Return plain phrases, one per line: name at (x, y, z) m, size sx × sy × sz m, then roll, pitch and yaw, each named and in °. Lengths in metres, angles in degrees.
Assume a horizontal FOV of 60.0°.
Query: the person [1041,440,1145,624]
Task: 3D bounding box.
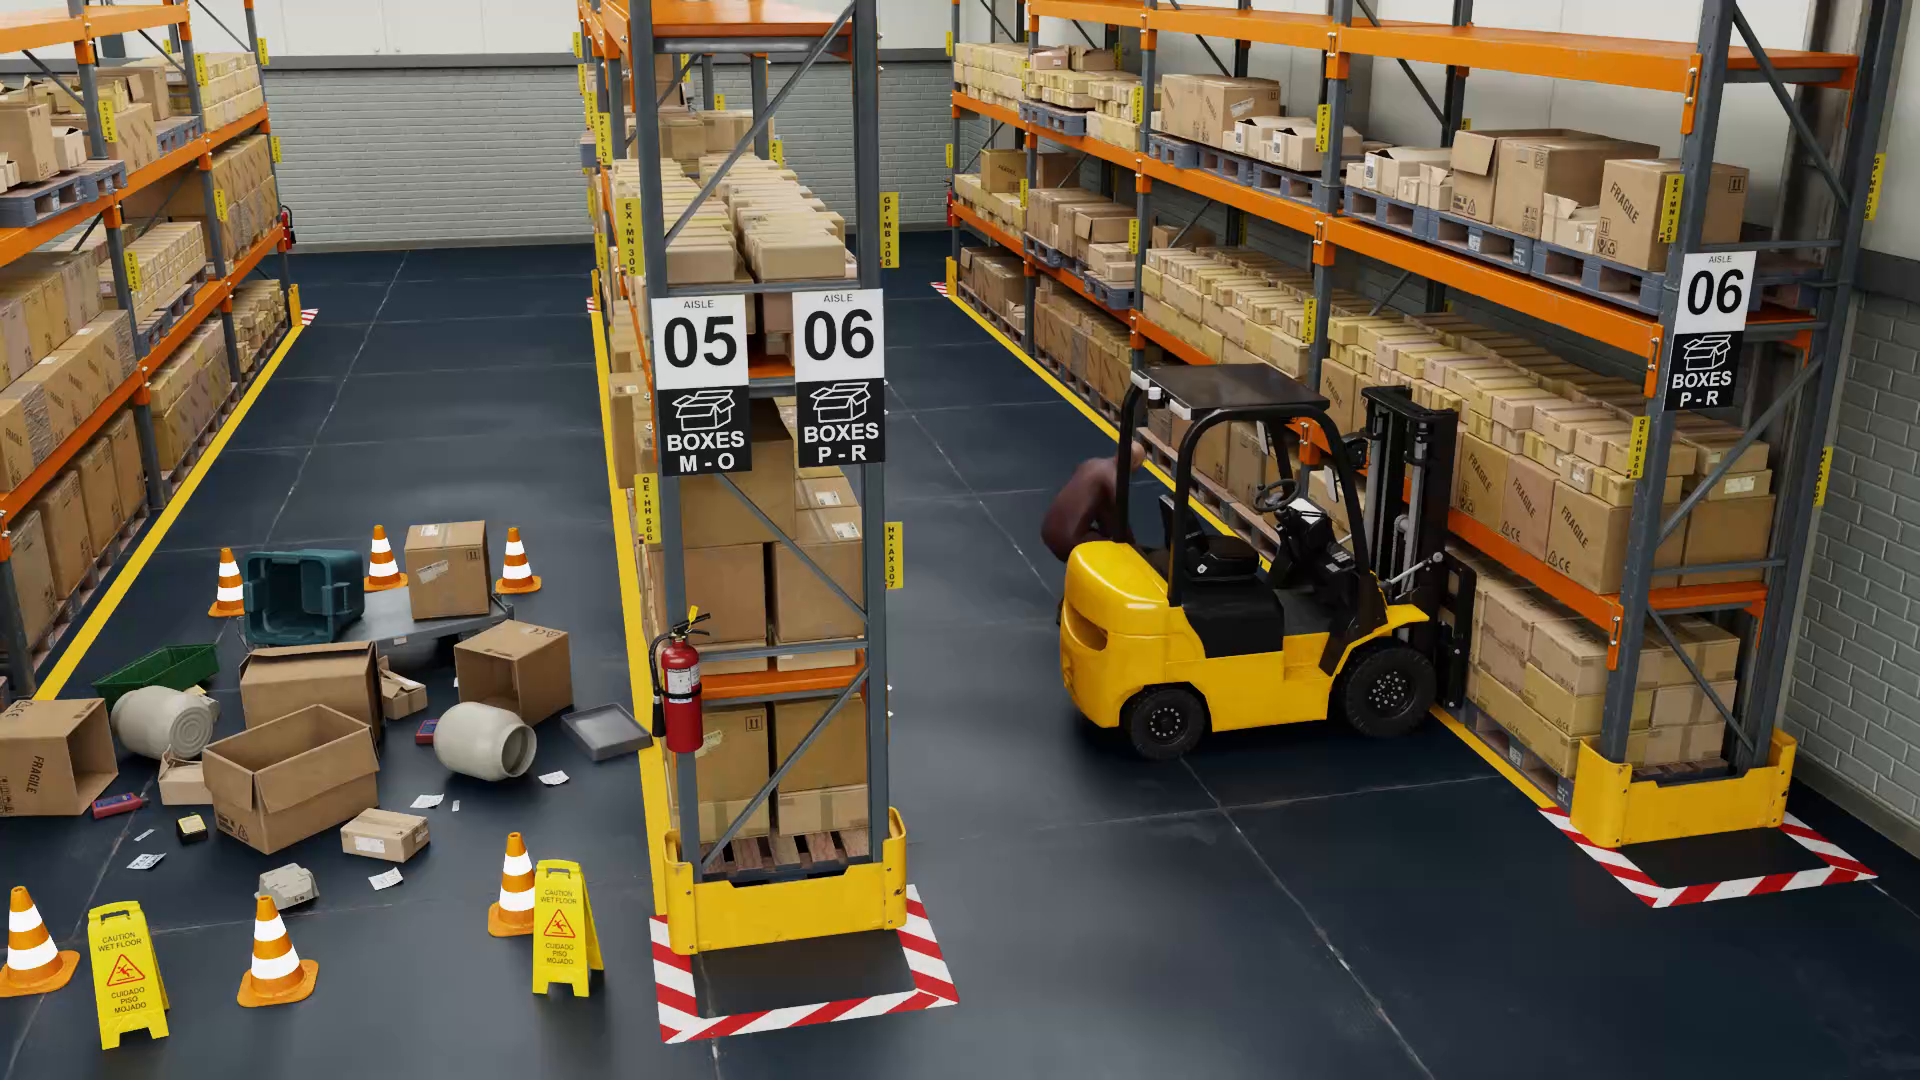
person at (0.940, -0.023, 11.810) m, size 0.752 × 1.349 × 0.633 m, roll -4°, pitch 20°, yaw -12°
